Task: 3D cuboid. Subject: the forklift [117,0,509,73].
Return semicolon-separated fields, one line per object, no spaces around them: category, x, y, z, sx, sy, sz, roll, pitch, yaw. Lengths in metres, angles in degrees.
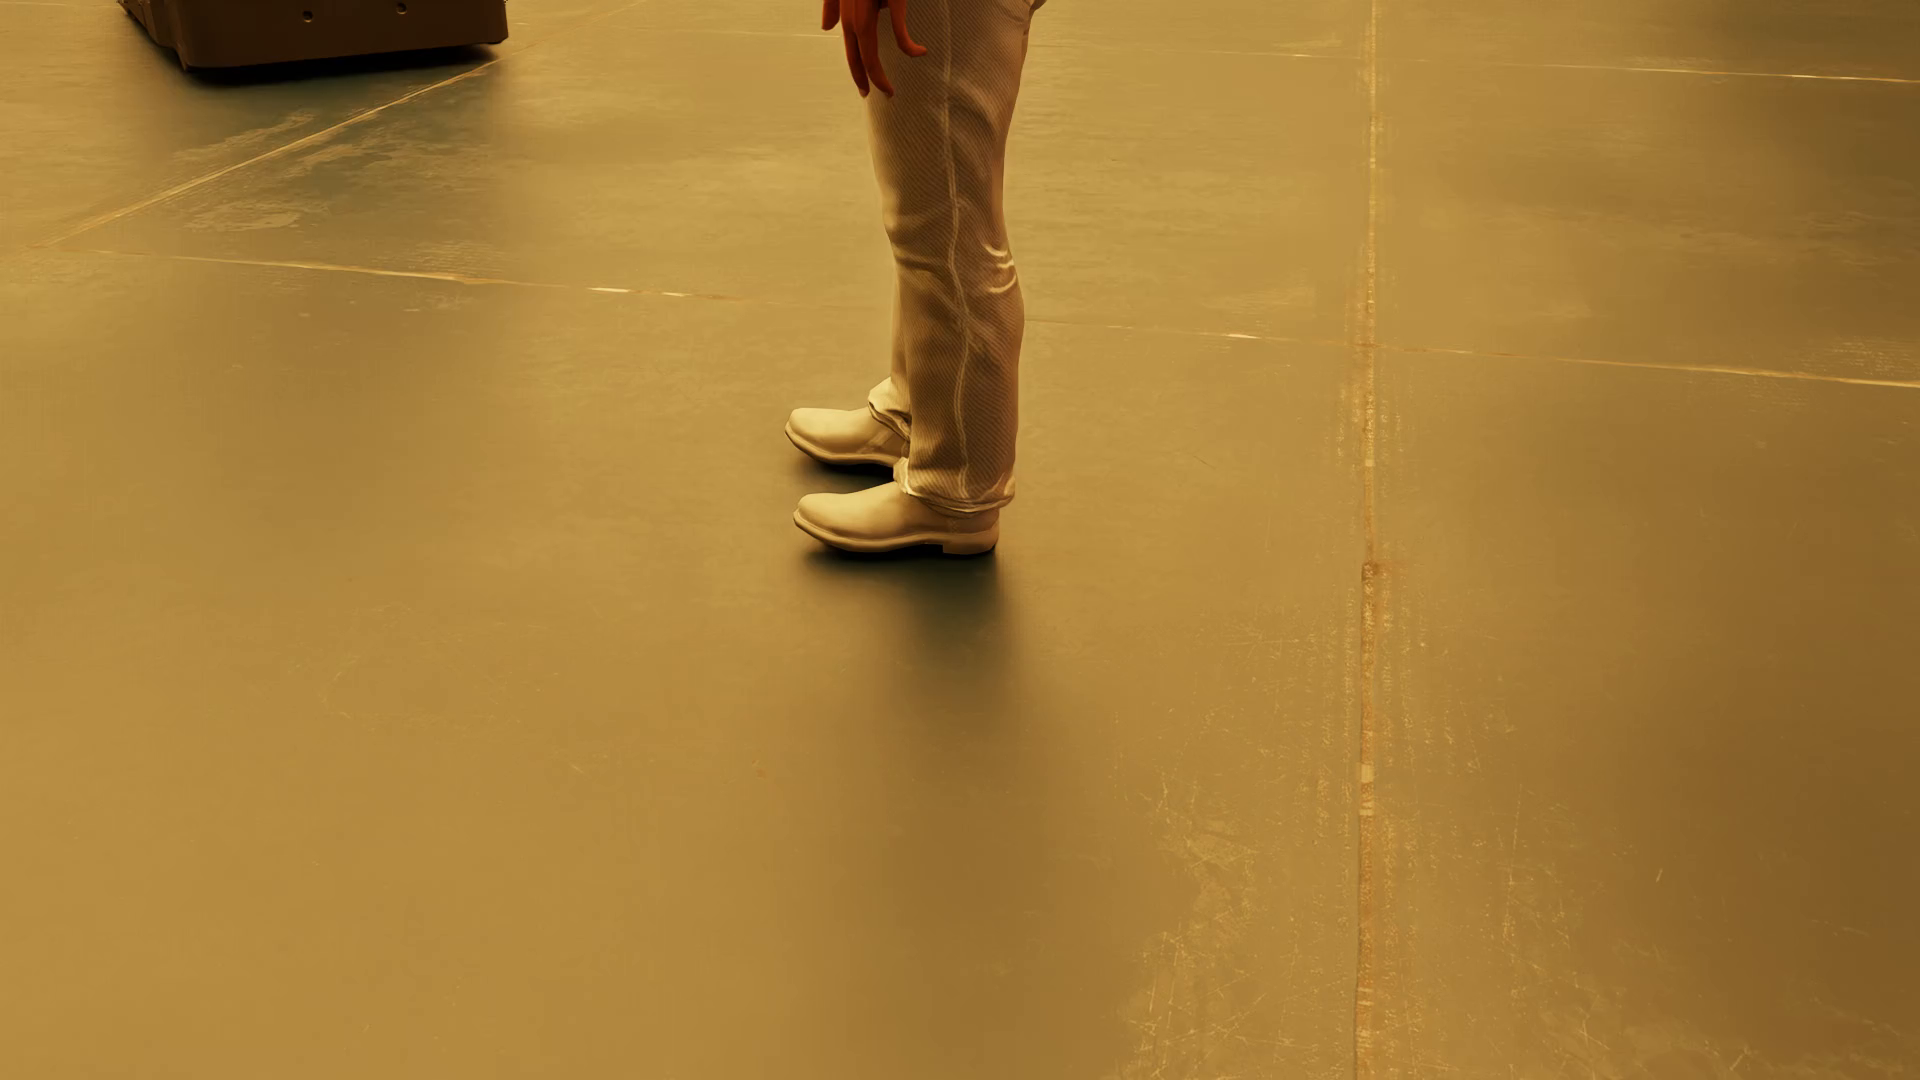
forklift;-2.760;-3.451;6.086;1.130;2.935;3.031;-15;30;-27

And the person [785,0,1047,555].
person;-0.067;-0.805;2.118;0.575;1.768;0.665;6;27;11
